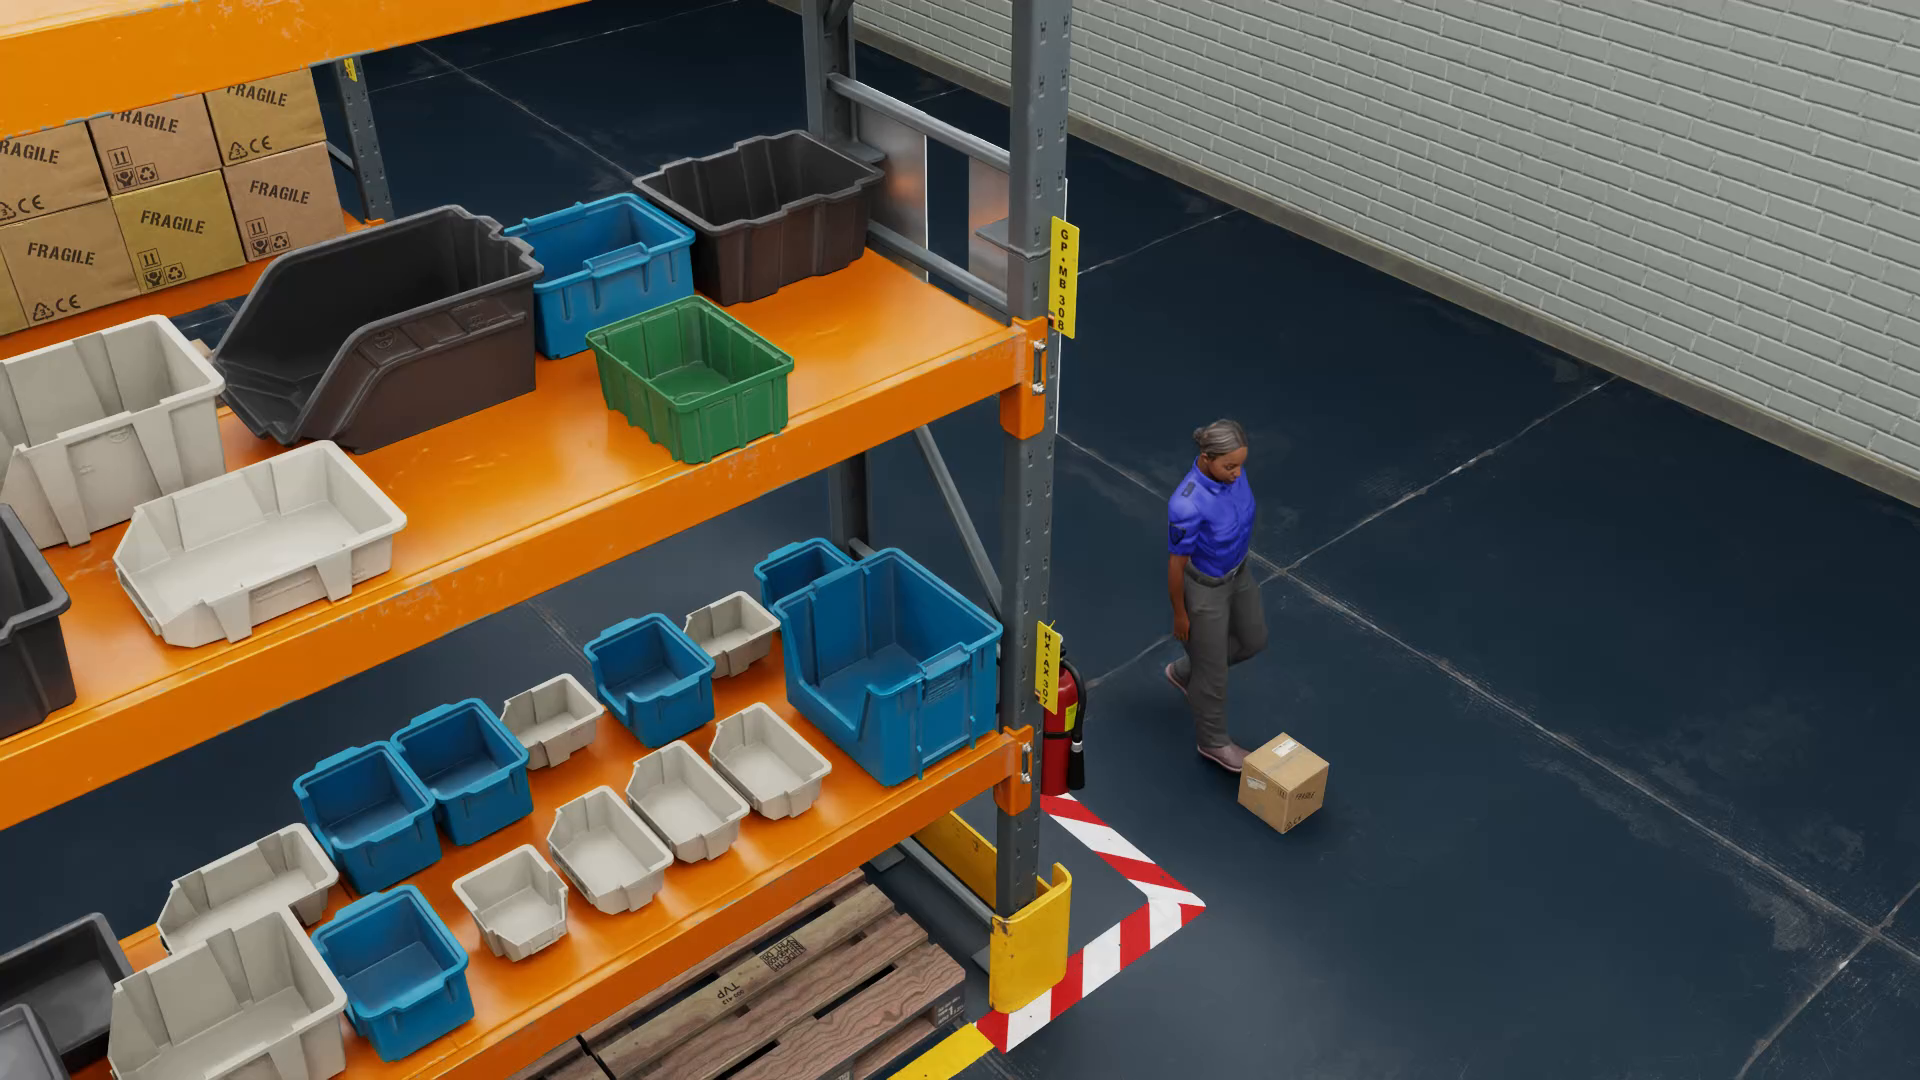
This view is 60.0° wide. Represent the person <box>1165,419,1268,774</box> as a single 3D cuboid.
[{"bbox_3d":[1.059,0.214,6.749,0.581,1.644,0.478,25,43,30],"label":"person"}]
